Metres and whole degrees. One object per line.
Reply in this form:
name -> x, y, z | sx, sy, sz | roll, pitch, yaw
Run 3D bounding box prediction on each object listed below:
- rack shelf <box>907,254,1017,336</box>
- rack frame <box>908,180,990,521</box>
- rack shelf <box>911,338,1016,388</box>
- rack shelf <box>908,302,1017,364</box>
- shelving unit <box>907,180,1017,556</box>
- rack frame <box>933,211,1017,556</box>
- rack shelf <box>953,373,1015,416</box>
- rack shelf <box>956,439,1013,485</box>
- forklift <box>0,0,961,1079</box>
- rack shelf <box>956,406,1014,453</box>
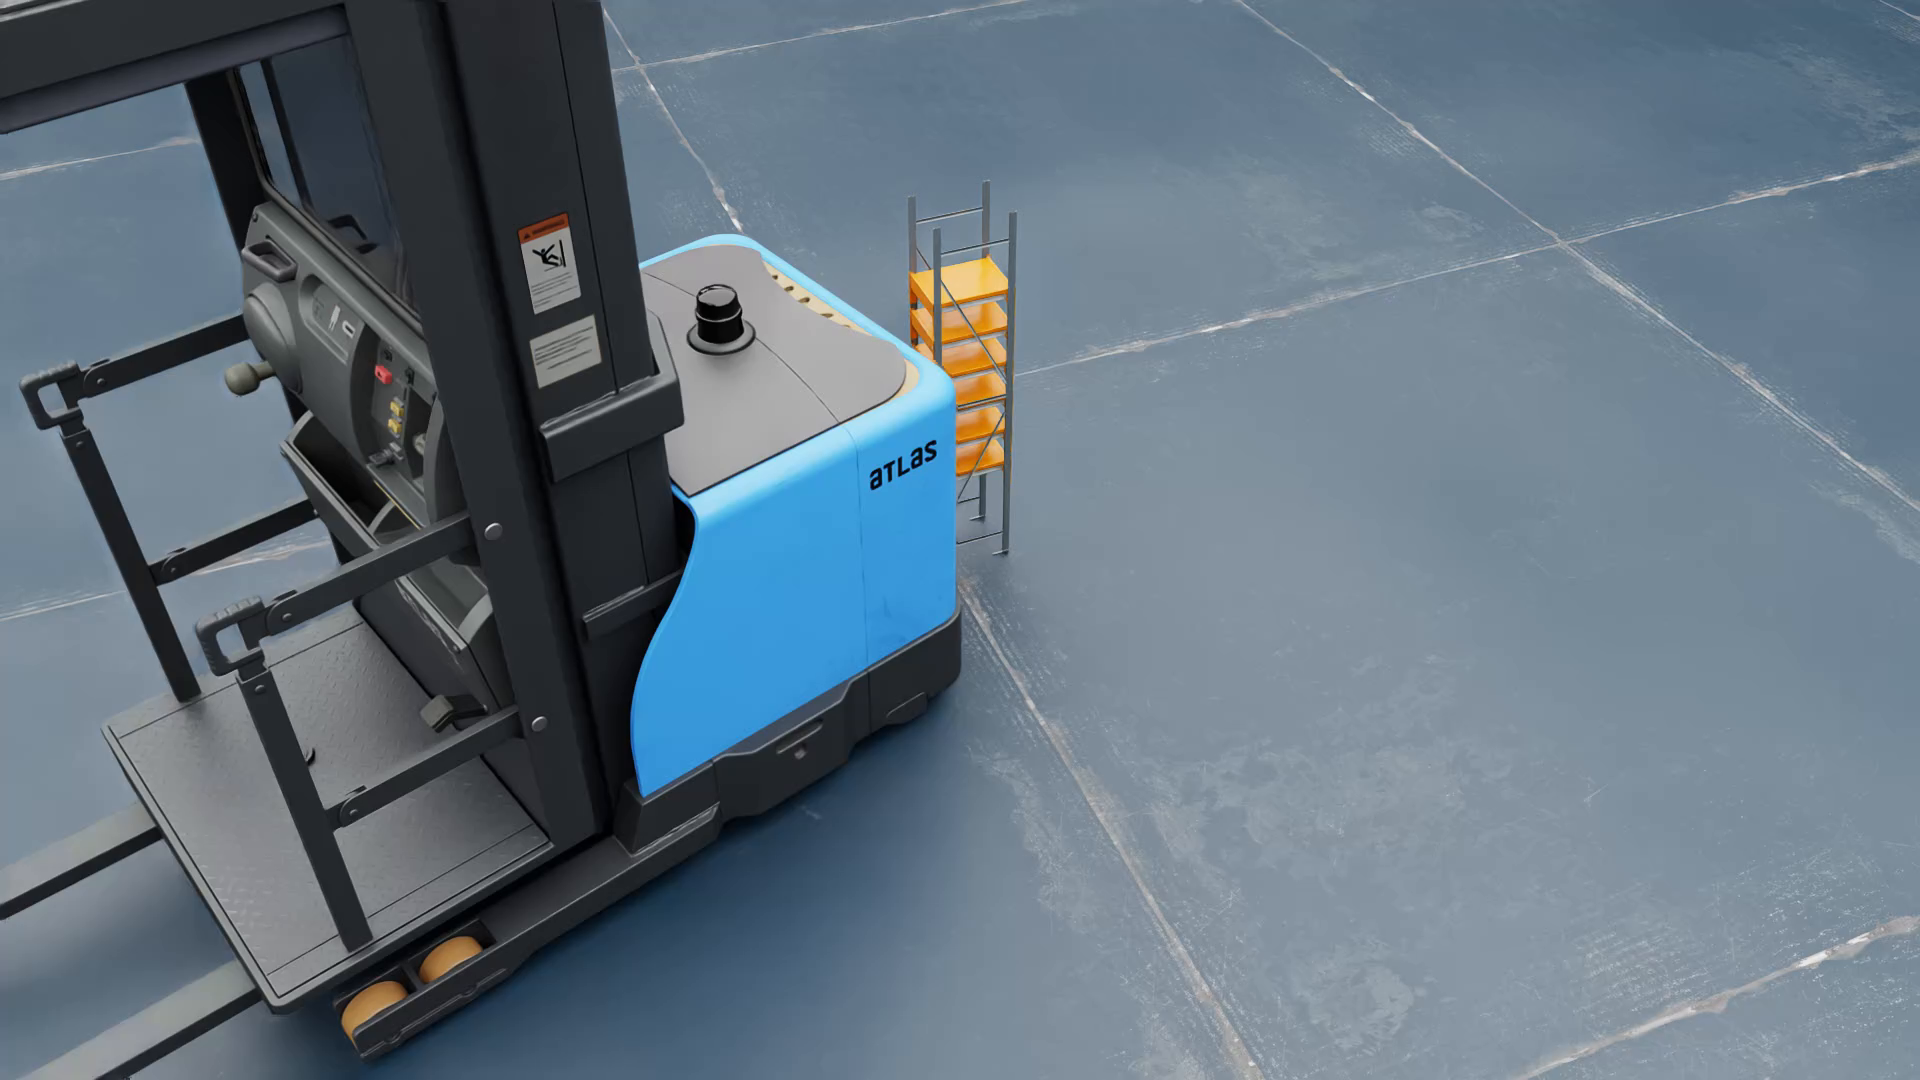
rack shelf -> 0.006, -0.685, 4.643 | 0.258, 0.103, 0.180 | -15, 43, -17
rack frame -> -0.029, -0.501, 4.913 | 0.240, 1.200, 0.006 | -15, 43, -17
rack shelf -> 0.006, -0.504, 4.799 | 0.258, 0.103, 0.180 | -15, 43, -17
rack shelf -> 0.006, -0.594, 4.721 | 0.258, 0.103, 0.180 | -15, 43, -17
shelving unit -> 0.006, -0.446, 4.849 | 0.258, 1.200, 0.189 | -15, 43, -17
rack frame -> 0.041, -0.391, 4.785 | 0.240, 1.200, 0.006 | -15, 43, -17
rack shelf -> 0.006, -0.413, 4.878 | 0.258, 0.103, 0.180 | -15, 43, -17
rack shelf -> 0.006, -0.231, 5.034 | 0.258, 0.103, 0.180 | -15, 43, -17
forklift -> -1.446, -0.311, 3.364 | 3.031, 2.935, 1.130 | -29, 48, -29
rack shelf -> 0.006, -0.322, 4.956 | 0.258, 0.103, 0.180 | -15, 43, -17
